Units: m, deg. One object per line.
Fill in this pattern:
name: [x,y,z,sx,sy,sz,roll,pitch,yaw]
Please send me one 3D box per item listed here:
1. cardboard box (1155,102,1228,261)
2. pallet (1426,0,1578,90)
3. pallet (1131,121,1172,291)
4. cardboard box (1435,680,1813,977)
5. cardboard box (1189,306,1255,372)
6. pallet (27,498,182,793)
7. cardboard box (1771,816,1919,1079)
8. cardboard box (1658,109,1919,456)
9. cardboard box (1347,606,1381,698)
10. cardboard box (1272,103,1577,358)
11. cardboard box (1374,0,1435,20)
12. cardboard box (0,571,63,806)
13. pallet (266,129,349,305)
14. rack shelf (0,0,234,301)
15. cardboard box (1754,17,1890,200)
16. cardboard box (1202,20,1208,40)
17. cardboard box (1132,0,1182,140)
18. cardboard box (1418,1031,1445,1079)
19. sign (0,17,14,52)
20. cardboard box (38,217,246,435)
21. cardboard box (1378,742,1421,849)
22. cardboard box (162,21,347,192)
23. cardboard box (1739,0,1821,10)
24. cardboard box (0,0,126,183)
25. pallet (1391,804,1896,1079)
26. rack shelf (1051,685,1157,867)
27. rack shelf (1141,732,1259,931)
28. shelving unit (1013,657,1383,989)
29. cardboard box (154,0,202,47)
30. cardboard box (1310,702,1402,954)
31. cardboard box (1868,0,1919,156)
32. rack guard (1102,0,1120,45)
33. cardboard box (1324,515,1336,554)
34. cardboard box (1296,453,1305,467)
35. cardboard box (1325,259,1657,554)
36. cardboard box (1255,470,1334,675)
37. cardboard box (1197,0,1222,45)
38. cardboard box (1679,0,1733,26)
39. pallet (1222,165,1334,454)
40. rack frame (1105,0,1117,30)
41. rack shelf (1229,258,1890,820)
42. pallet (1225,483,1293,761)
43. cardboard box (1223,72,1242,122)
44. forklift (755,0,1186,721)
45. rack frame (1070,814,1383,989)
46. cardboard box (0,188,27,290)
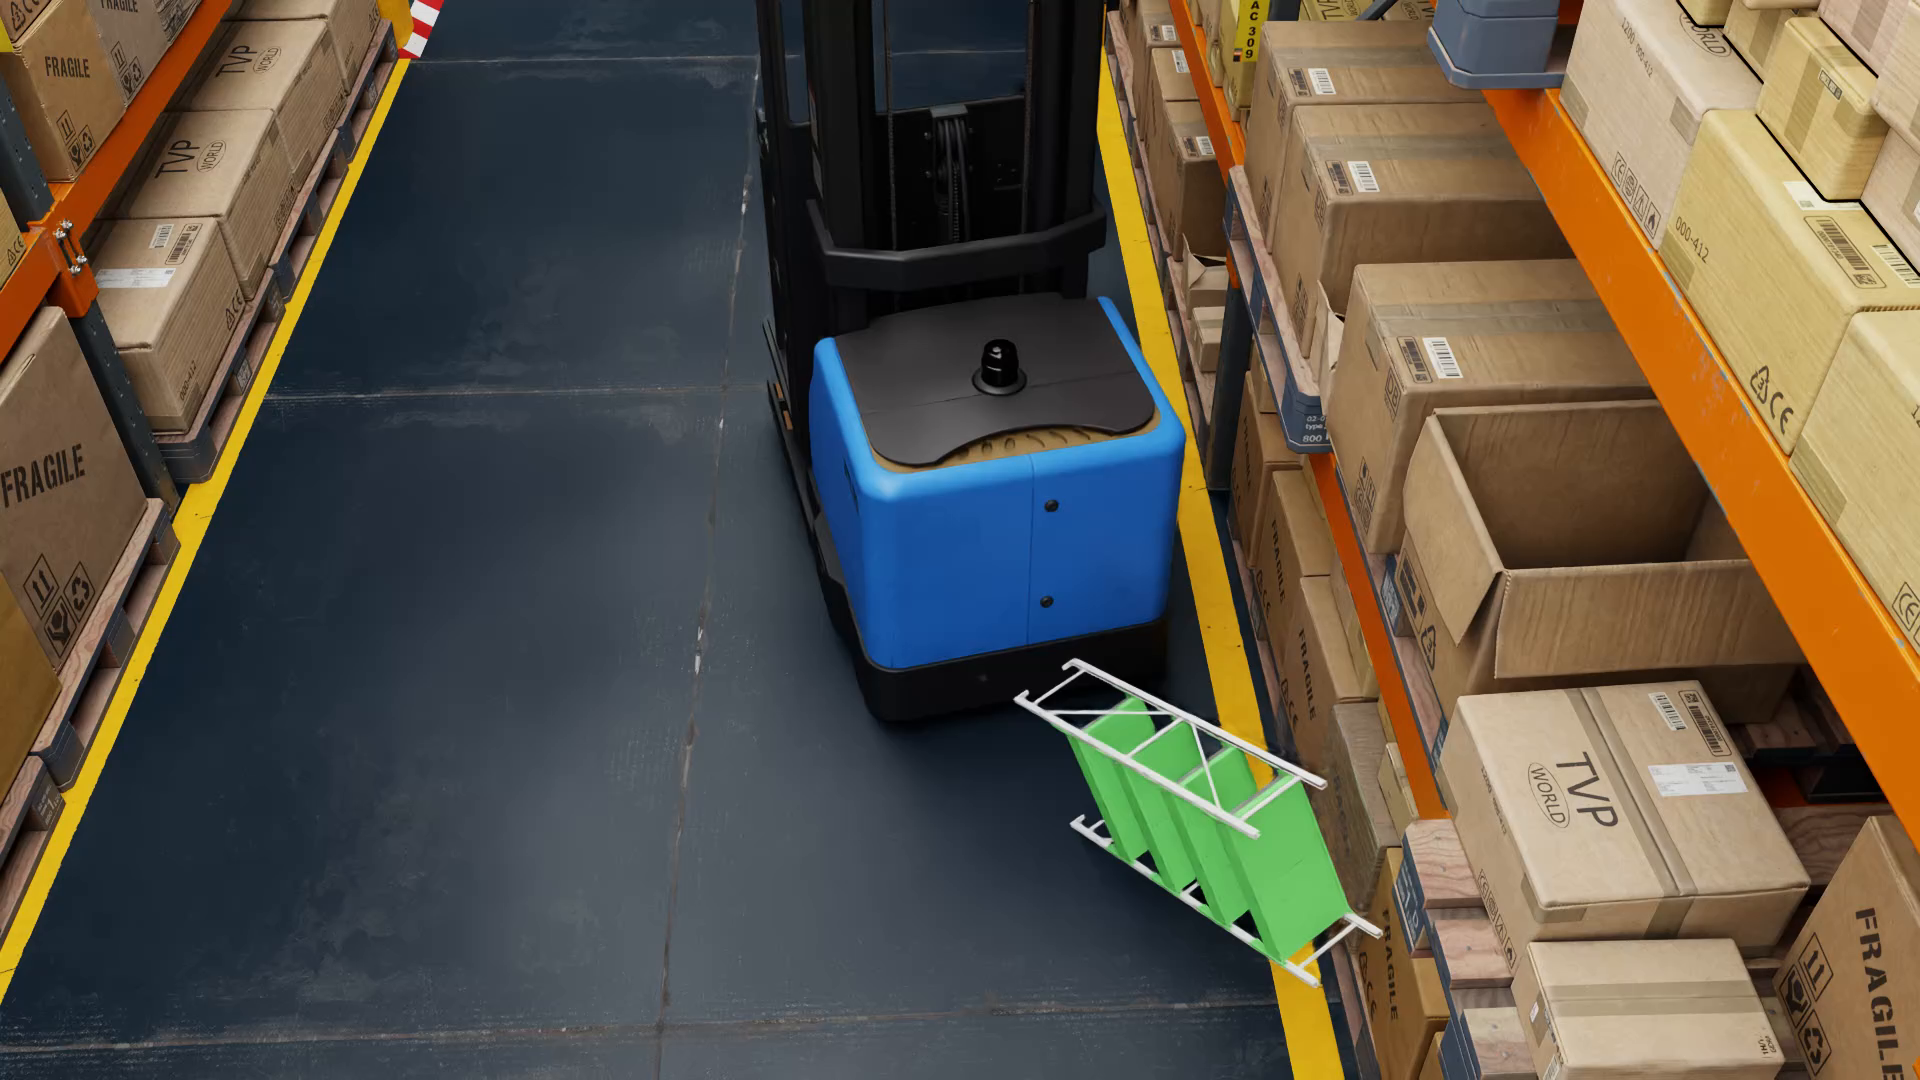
cardboard box: [1.262,-1.585,7.299,0.700,0.500,0.500,-3,43,-3]
pallet: [1.464,-1.240,3.302,1.213,0.211,1.003,-2,43,-2]
pallet: [1.376,-1.607,7.848,1.003,0.211,1.213,-2,43,-2]
cardboard box: [1.261,0.552,3.228,0.500,0.250,0.500,-3,43,-4]
cardboard box: [1.142,-0.818,6.721,0.380,0.149,0.250,-3,43,-3]
pallet: [-3.392,0.345,5.717,1.003,0.211,1.213,-2,43,-2]
cardboard box: [1.764,0.811,2.761,0.500,0.500,0.500,0,43,0]
cardboard box: [1.343,-0.375,2.330,0.500,0.250,0.500,-2,43,-2]
cardboard box: [1.327,0.311,4.750,0.380,0.149,0.250,0,43,0]
cardboard box: [1.278,-0.855,4.578,0.700,0.500,0.500,-1,43,-1]
cardboard box: [1.708,-1.743,5.822,0.500,0.250,0.500,-2,43,-2]
cardboard box: [-3.347,0.453,4.797,0.875,0.875,0.875,-1,43,-1]
pallet: [-3.509,-1.514,7.746,1.003,0.211,1.213,-2,43,-2]
rack shelf: [-3.585,-2.286,7.057,1.077,0.370,4.000,-2,43,-2]
cardboard box: [1.342,-0.596,2.276,0.380,0.149,0.250,-2,43,-2]
cardboard box: [1.142,-1.989,6.386,0.380,0.149,0.250,-1,43,-1]
cardboard box: [1.218,-2.286,8.063,0.700,0.500,0.500,0,43,0]
cardboard box: [1.386,1.503,3.929,0.500,0.500,0.500,-2,43,-2]
sign: [-2.958,-1.621,5.000,0.100,0.325,0.005,-2,43,-2]
cardboard box: [-3.419,-0.838,6.530,0.875,0.438,0.875,-2,43,-2]
cardboard box: [1.327,0.660,4.370,0.380,0.149,0.250,-4,43,-4]
cardboard box: [-3.494,-2.052,7.854,0.875,0.438,0.875,-1,43,-1]
cardboard box: [1.277,-0.882,2.368,0.380,0.149,0.250,-3,43,-3]
cardboard box: [-3.258,-1.562,5.661,0.500,0.500,0.500,0,43,0]
pallet: [1.530,0.969,3.115,1.213,0.211,1.003,-2,43,-2]
rack shelf: [0.488,0.691,4.935,0.258,0.480,0.148,-32,24,-18]
rack shelf: [0.706,0.783,4.517,0.258,0.480,0.148,-32,24,-18]
shelving unit: [0.626,0.749,4.671,0.258,0.503,1.200,-32,24,-18]
cardboard box: [-3.290,-2.238,6.398,0.500,0.500,0.500,-1,43,-2]
cardboard box: [1.320,0.800,4.696,0.500,0.500,0.500,-3,43,-3]
cardboard box: [1.352,-0.535,1.990,0.380,0.149,0.250,-3,43,-3]
rack guard: [1.293,-3.074,9.233,1.175,0.500,0.348,-2,43,-2]
cardboard box: [1.345,-0.026,5.118,0.380,0.149,0.250,-2,43,-3]
cardboard box: [1.298,-0.384,5.508,0.380,0.149,0.250,-3,43,-3]
cardboard box: [1.312,-0.325,4.000,0.700,0.500,0.500,-2,43,-2]
cardboard box: [1.288,0.113,5.446,0.500,0.500,0.500,-2,43,-2]
cardboard box: [1.158,-2.075,6.185,0.500,0.250,0.500,-2,43,-2]
cardboard box: [1.345,-0.945,2.657,0.380,0.149,0.250,0,43,-1]
pallet: [1.384,-0.733,4.972,1.003,0.211,1.213,-2,43,-2]
rack frame: [1.289,-4.047,8.445,1.000,3.000,0.127,-2,43,-2]
rack shelf: [1.544,0.269,4.269,1.077,0.370,4.000,-2,43,-2]
pallet: [1.532,0.230,5.843,1.003,0.211,1.213,-2,43,-2]
cardboard box: [1.161,-1.637,6.002,0.380,0.149,0.250,-1,43,-1]
forklift: [-0.155,-1.492,5.708,1.130,2.935,3.031,-10,43,-11]
rack frame: [0.719,0.955,4.764,0.240,0.015,1.200,-32,24,-18]
cardboard box: [-3.229,-0.850,5.069,0.500,0.250,0.500,-3,43,-3]
